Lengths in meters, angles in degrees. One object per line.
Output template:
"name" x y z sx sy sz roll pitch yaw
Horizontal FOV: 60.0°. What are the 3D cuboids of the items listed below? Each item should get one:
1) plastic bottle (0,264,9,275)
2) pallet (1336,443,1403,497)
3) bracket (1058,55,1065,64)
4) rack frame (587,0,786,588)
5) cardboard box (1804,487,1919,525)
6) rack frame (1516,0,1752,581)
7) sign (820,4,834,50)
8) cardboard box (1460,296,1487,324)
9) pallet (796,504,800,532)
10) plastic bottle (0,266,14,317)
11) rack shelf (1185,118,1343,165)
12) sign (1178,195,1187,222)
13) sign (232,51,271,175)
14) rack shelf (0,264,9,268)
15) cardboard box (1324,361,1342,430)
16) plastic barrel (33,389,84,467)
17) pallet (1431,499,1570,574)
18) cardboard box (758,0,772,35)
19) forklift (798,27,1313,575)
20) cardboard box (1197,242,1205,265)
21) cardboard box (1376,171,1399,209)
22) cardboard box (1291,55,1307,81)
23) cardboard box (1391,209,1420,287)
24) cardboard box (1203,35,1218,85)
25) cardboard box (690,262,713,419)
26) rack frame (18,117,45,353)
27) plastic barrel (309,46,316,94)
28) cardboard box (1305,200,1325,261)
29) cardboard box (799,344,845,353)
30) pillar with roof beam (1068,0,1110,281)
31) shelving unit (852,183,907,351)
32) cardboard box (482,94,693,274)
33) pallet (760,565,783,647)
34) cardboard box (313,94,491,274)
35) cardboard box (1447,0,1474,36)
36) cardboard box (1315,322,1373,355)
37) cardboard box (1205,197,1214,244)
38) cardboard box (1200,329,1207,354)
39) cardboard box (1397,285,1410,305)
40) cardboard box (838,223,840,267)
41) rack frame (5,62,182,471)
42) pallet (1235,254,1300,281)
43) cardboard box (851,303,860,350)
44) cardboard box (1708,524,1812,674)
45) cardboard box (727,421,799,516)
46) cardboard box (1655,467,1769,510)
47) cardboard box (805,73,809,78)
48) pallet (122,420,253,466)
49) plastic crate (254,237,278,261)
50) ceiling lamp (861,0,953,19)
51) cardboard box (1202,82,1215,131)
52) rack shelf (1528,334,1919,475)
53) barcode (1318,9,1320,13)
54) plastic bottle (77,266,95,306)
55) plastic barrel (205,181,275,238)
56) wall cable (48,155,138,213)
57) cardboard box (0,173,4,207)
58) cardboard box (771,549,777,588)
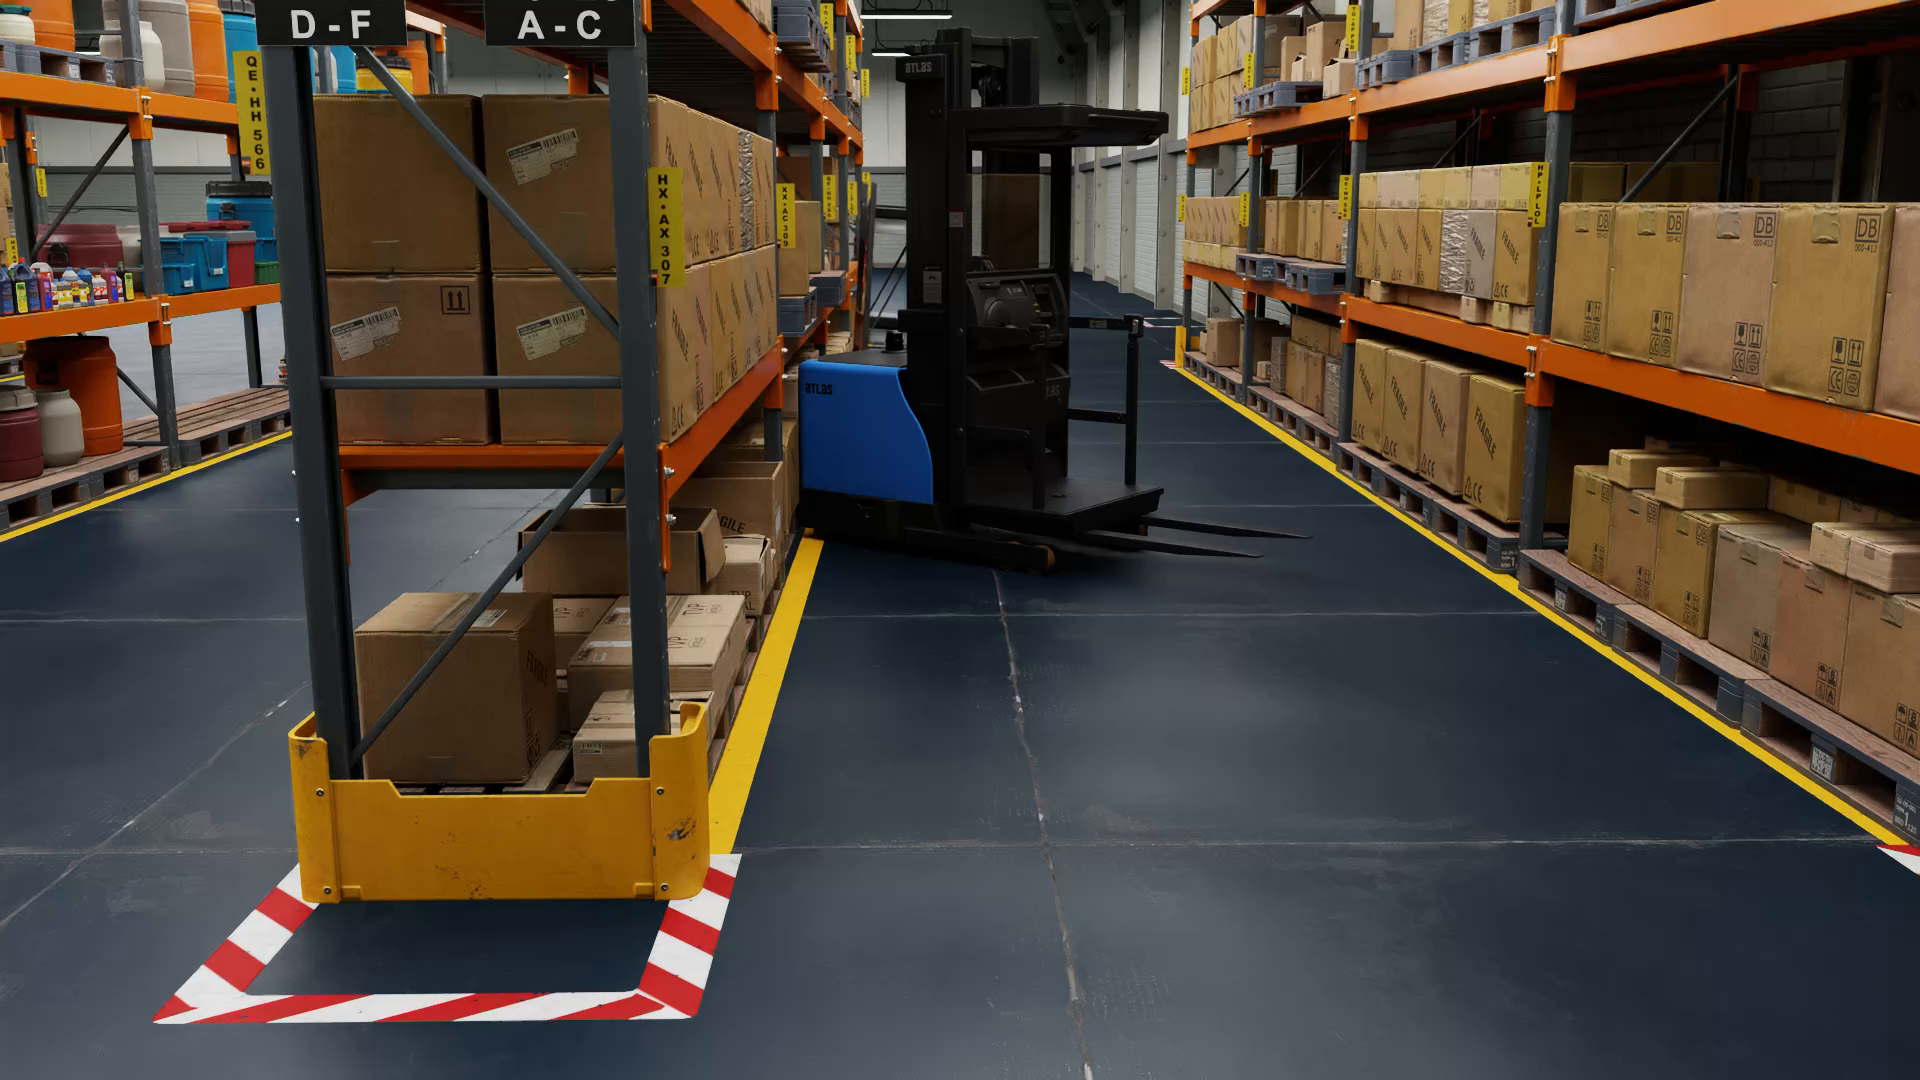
"plastic bottle" -6.810 -1.830 11.859 0.097 0.271 0.097 0 11 0
"pallet" 3.375 -0.521 12.095 1.003 0.211 1.213 0 11 -1
"bracket" 3.116 -14.719 50.924 0.235 0.232 0.430 0 11 -1
"rack frame" -1.436 -1.228 8.568 1.000 3.000 0.127 0 11 -1
"cardboard box" 3.659 -0.119 6.703 0.380 0.149 0.250 0 11 -1
"rack frame" 3.517 -1.249 8.672 1.000 3.000 0.127 0 11 -1
"sign" -0.976 -3.748 12.147 0.100 0.325 0.005 0 11 -1
"cardboard box" 3.173 -1.356 9.780 0.380 0.149 0.250 0 11 -1
"pallet" -1.519 -0.266 10.840 1.003 0.211 1.213 0 11 -1
"plastic bottle" -6.044 -1.579 10.420 0.144 0.351 0.185 0 11 -1
"rack shelf" 3.310 -4.355 18.244 1.077 0.370 4.000 0 11 -1
"sign" 2.726 -4.057 20.333 0.100 0.325 0.005 0 11 -1
"sign" -1.909 -1.157 4.511 0.100 0.325 0.005 0 11 -1
"rack shelf" -11.547 -2.823 18.241 1.077 0.370 4.000 0 11 -1
"cardboard box" 3.367 -1.178 13.501 0.700 0.500 0.500 0 11 0
"plastic barrel" -6.343 -0.781 11.566 0.421 0.512 0.421 0 11 0
"pallet" 3.425 -0.036 9.704 1.003 0.211 1.213 0 11 -1
"cardboard box" -1.160 -2.529 7.814 0.500 0.250 0.500 0 11 -1
"forklift" 0.504 -1.364 9.409 3.031 2.935 1.130 8 14 35
"cardboard box" 2.991 -3.268 18.951 0.500 0.250 0.500 0 11 -2
"cardboard box" 3.197 -2.418 11.499 0.500 0.250 0.500 0 11 -2
"cardboard box" 3.295 -4.240 15.039 0.500 0.311 0.500 0 11 1
"cardboard box" 3.199 -1.949 11.069 0.500 0.500 0.500 0 11 -1
"cardboard box" 3.015 -5.374 18.644 0.500 0.500 0.500 0 11 0
"cardboard box" -1.115 -0.674 5.585 0.500 0.500 0.500 0 11 -2
"rack frame" -11.588 -3.574 20.129 1.000 3.000 0.127 0 11 -1
"plastic barrel" -6.326 -4.414 15.468 0.600 0.901 0.708 0 11 -1
"cardboard box" 3.366 -2.650 14.219 0.700 0.500 0.500 0 11 -1
"cardboard box" -1.275 -1.570 14.701 0.500 0.311 0.500 0 11 -2
"pillar with roof beam" -0.652 -11.192 42.594 9.100 9.000 0.548 0 11 -1
"shelving unit" -0.473 -1.277 11.003 0.431 2.100 0.503 2 11 -10
"cardboard box" -1.099 -1.061 4.980 0.500 0.500 0.500 0 11 1
"pallet" -1.423 0.275 8.173 1.003 0.211 1.213 0 11 -1
"cardboard box" -1.637 -1.059 4.970 0.500 0.500 0.500 0 11 -2
"cardboard box" 3.563 -3.468 10.705 0.700 0.500 0.500 0 11 2
"cardboard box" 3.402 -1.761 14.490 0.500 0.250 0.500 0 11 -1
"cardboard box" 3.005 -3.539 18.398 0.500 0.500 0.500 0 11 1
"cardboard box" 3.193 -2.395 19.974 0.500 0.311 0.500 -2 12 -8
"cardboard box" 3.255 -1.712 11.534 0.380 0.149 0.250 0 11 -2
"cardboard box" -1.641 -3.160 17.840 0.700 0.500 0.500 0 11 0
"rack frame" -6.471 -2.004 12.391 1.000 3.000 0.127 0 11 -1
"pallet" 3.222 -2.593 15.778 1.003 0.211 1.213 0 11 -1
"cardboard box" -1.316 -2.237 17.514 0.500 0.500 0.500 0 11 -1
"cardboard box" 3.463 0.227 6.627 0.700 0.500 0.500 -1 11 -3
"cardboard box" -1.224 -0.422 9.774 0.500 0.500 0.500 0 11 0
"cardboard box" 3.265 -0.226 7.229 0.380 0.149 0.250 -1 11 -3
"cardboard box" -1.455 -3.251 10.743 0.910 0.500 0.500 0 11 -1
"pallet" -6.448 -0.791 13.428 1.003 0.211 1.213 0 11 -1
"plastic crate" -6.220 -2.573 15.237 0.392 0.384 0.575 0 11 -1
"ceiling lamp" -1.163 -12.664 35.167 2.000 3.185 0.800 0 11 -1
"cardboard box" 3.016 -4.886 18.752 0.500 0.500 0.500 0 11 1
"rack shelf" 3.558 -0.499 6.784 1.077 0.370 4.000 0 11 -1
"barcode" 3.753 -5.519 17.394 0.001 0.075 0.075 0 11 -1
"plastic bottle" -6.043 -1.754 11.486 0.097 0.271 0.097 0 11 0
"plastic barrel" -6.849 -2.966 15.876 0.600 0.901 0.708 0 11 -1
"wall cable" -26.704 -11.342 51.144 3.097 2.526 0.112 0 11 -1
"cardboard box" -11.314 -4.051 18.967 0.500 0.500 0.500 0 11 -1
"cardboard box" -1.073 0.140 7.889 0.380 0.149 0.250 0 11 -1
